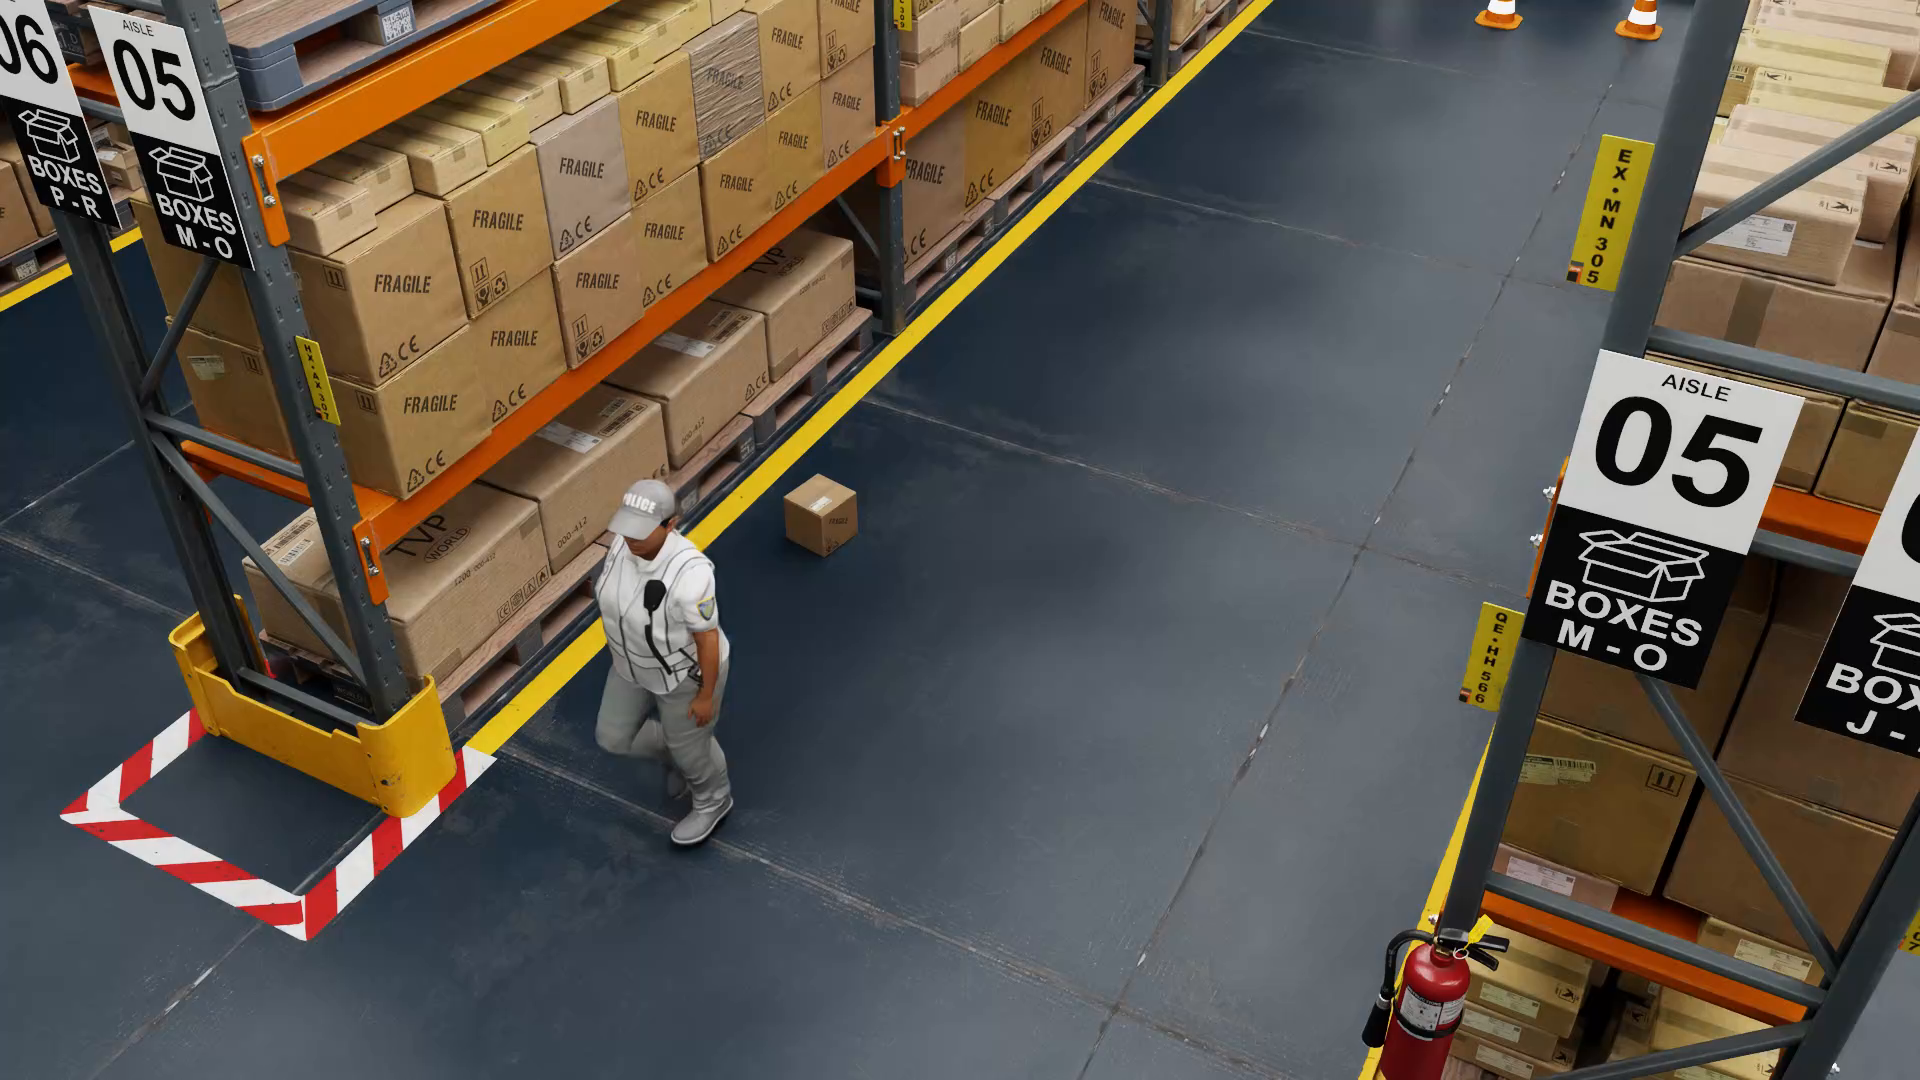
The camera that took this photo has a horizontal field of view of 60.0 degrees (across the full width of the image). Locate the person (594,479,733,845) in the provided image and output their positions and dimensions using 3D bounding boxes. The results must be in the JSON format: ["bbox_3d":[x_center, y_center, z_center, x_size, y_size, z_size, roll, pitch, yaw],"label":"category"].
[{"bbox_3d":[-1.091,0.471,6.113,0.535,1.665,0.453,25,44,28],"label":"person"}]
